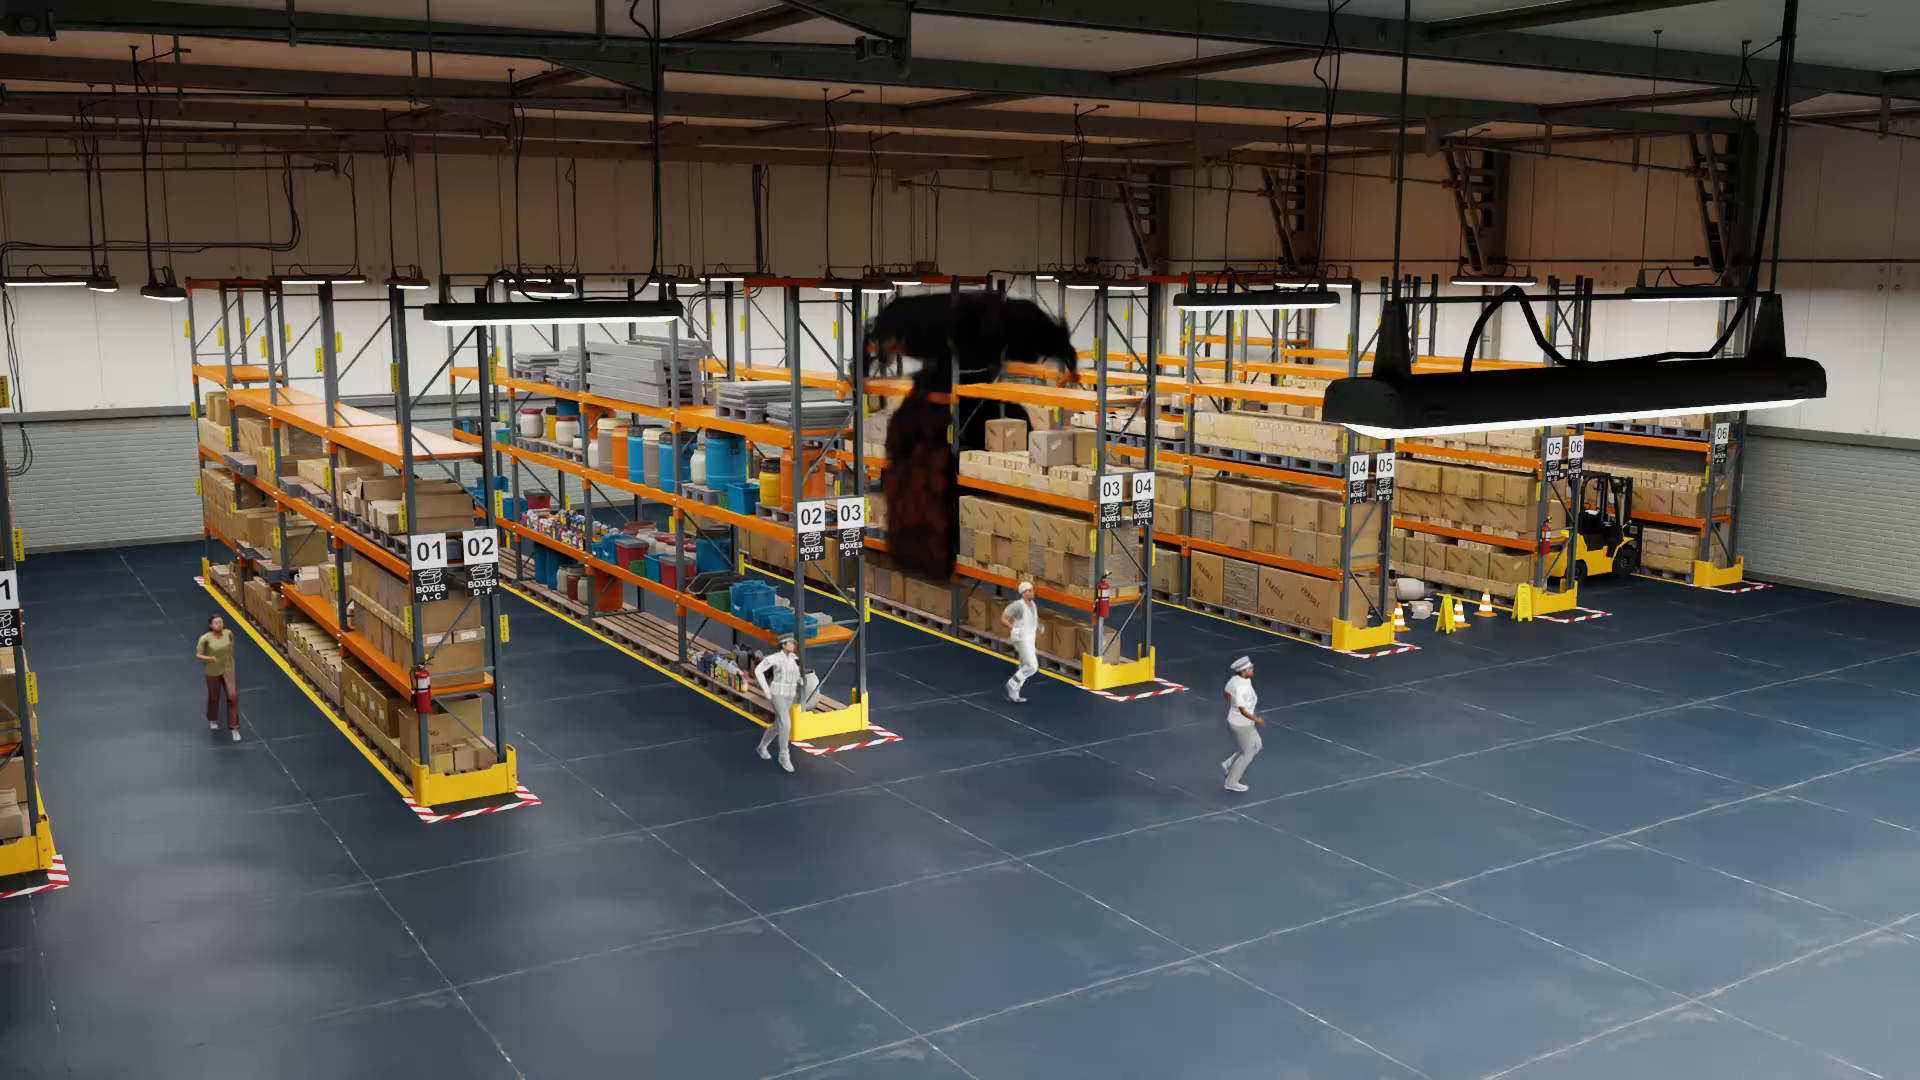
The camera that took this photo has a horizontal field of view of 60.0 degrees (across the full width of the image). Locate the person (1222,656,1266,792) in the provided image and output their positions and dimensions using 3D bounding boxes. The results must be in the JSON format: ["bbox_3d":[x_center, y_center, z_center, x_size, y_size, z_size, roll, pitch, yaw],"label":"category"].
[{"bbox_3d":[3.428,2.195,20.008,0.476,1.665,0.574,0,10,-1],"label":"person"}]

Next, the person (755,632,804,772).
[{"bbox_3d":[-2.221,1.999,21.084,0.807,1.666,0.671,8,12,38],"label":"person"}]

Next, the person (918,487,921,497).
[{"bbox_3d":[-0.859,-1.411,41.821,0.721,1.573,0.579,5,11,27],"label":"person"}]

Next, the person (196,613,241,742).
[{"bbox_3d":[-9.933,1.798,22.255,0.529,1.695,0.887,-7,12,-35],"label":"person"}]

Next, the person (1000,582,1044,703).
[{"bbox_3d":[0.964,1.474,24.054,0.531,1.756,0.681,6,11,30],"label":"person"}]
